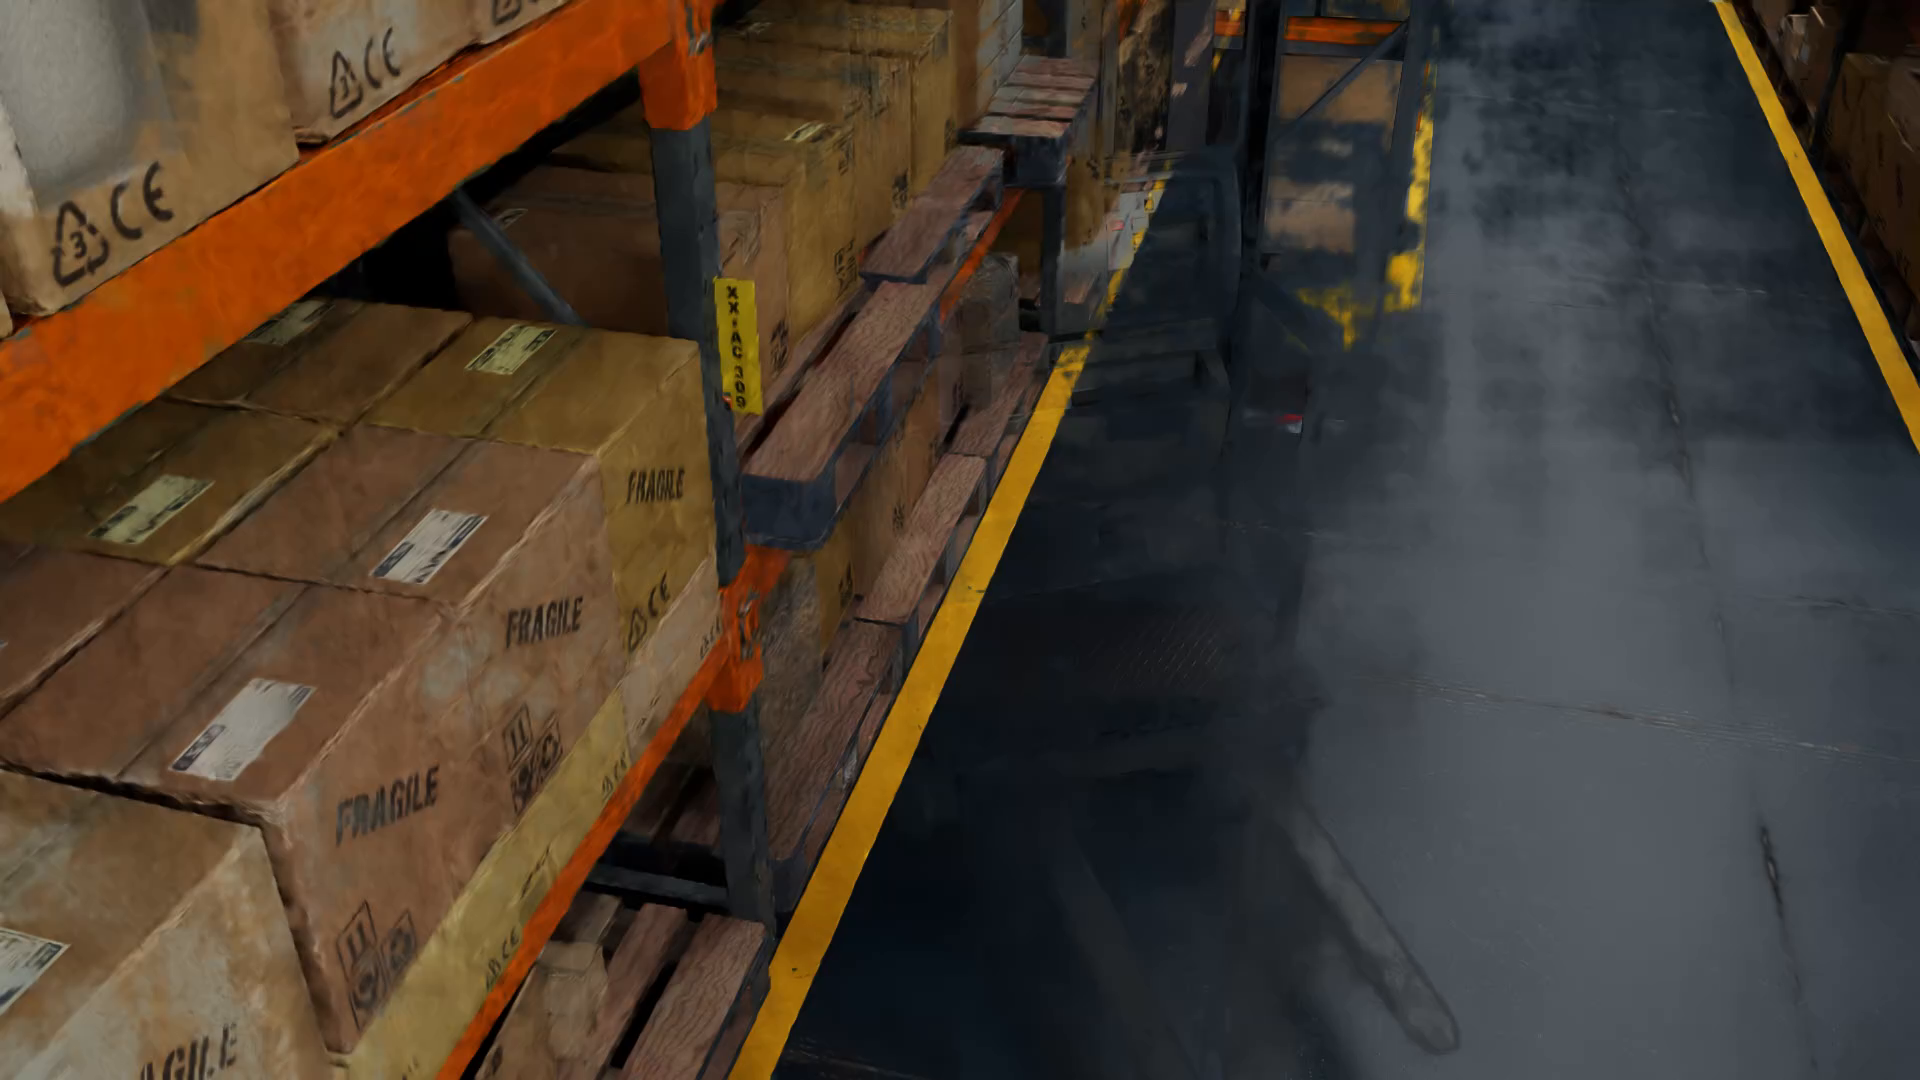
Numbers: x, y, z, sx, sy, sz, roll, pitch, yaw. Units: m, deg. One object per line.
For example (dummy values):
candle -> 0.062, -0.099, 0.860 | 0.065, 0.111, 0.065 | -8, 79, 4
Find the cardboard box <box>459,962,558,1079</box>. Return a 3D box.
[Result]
cardboard box -> 2.077, -2.776, 9.240 | 0.500, 0.500, 0.500 | 6, 33, 9

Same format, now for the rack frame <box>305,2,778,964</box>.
rack frame -> 2.302, -4.189, 9.543 | 1.000, 3.000, 0.127 | 8, 33, 12

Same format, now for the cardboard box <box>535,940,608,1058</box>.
cardboard box -> 2.195, -2.897, 9.742 | 0.380, 0.166, 0.250 | 4, 33, 6

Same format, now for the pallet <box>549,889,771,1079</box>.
pallet -> 2.166, -2.659, 9.735 | 1.003, 0.211, 1.213 | 8, 33, 12

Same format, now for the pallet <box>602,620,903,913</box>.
pallet -> 2.498, -3.416, 10.927 | 1.003, 0.211, 1.213 | 8, 33, 12

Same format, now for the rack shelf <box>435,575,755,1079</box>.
rack shelf -> 1.794, -2.847, 8.104 | 1.077, 0.370, 4.000 | 8, 33, 12

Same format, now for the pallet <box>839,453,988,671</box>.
pallet -> 2.806, -4.051, 11.926 | 1.003, 0.211, 1.213 | 8, 33, 12

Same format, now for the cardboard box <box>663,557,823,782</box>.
cardboard box -> 2.473, -3.704, 10.700 | 0.700, 0.500, 0.500 | 9, 34, 14
